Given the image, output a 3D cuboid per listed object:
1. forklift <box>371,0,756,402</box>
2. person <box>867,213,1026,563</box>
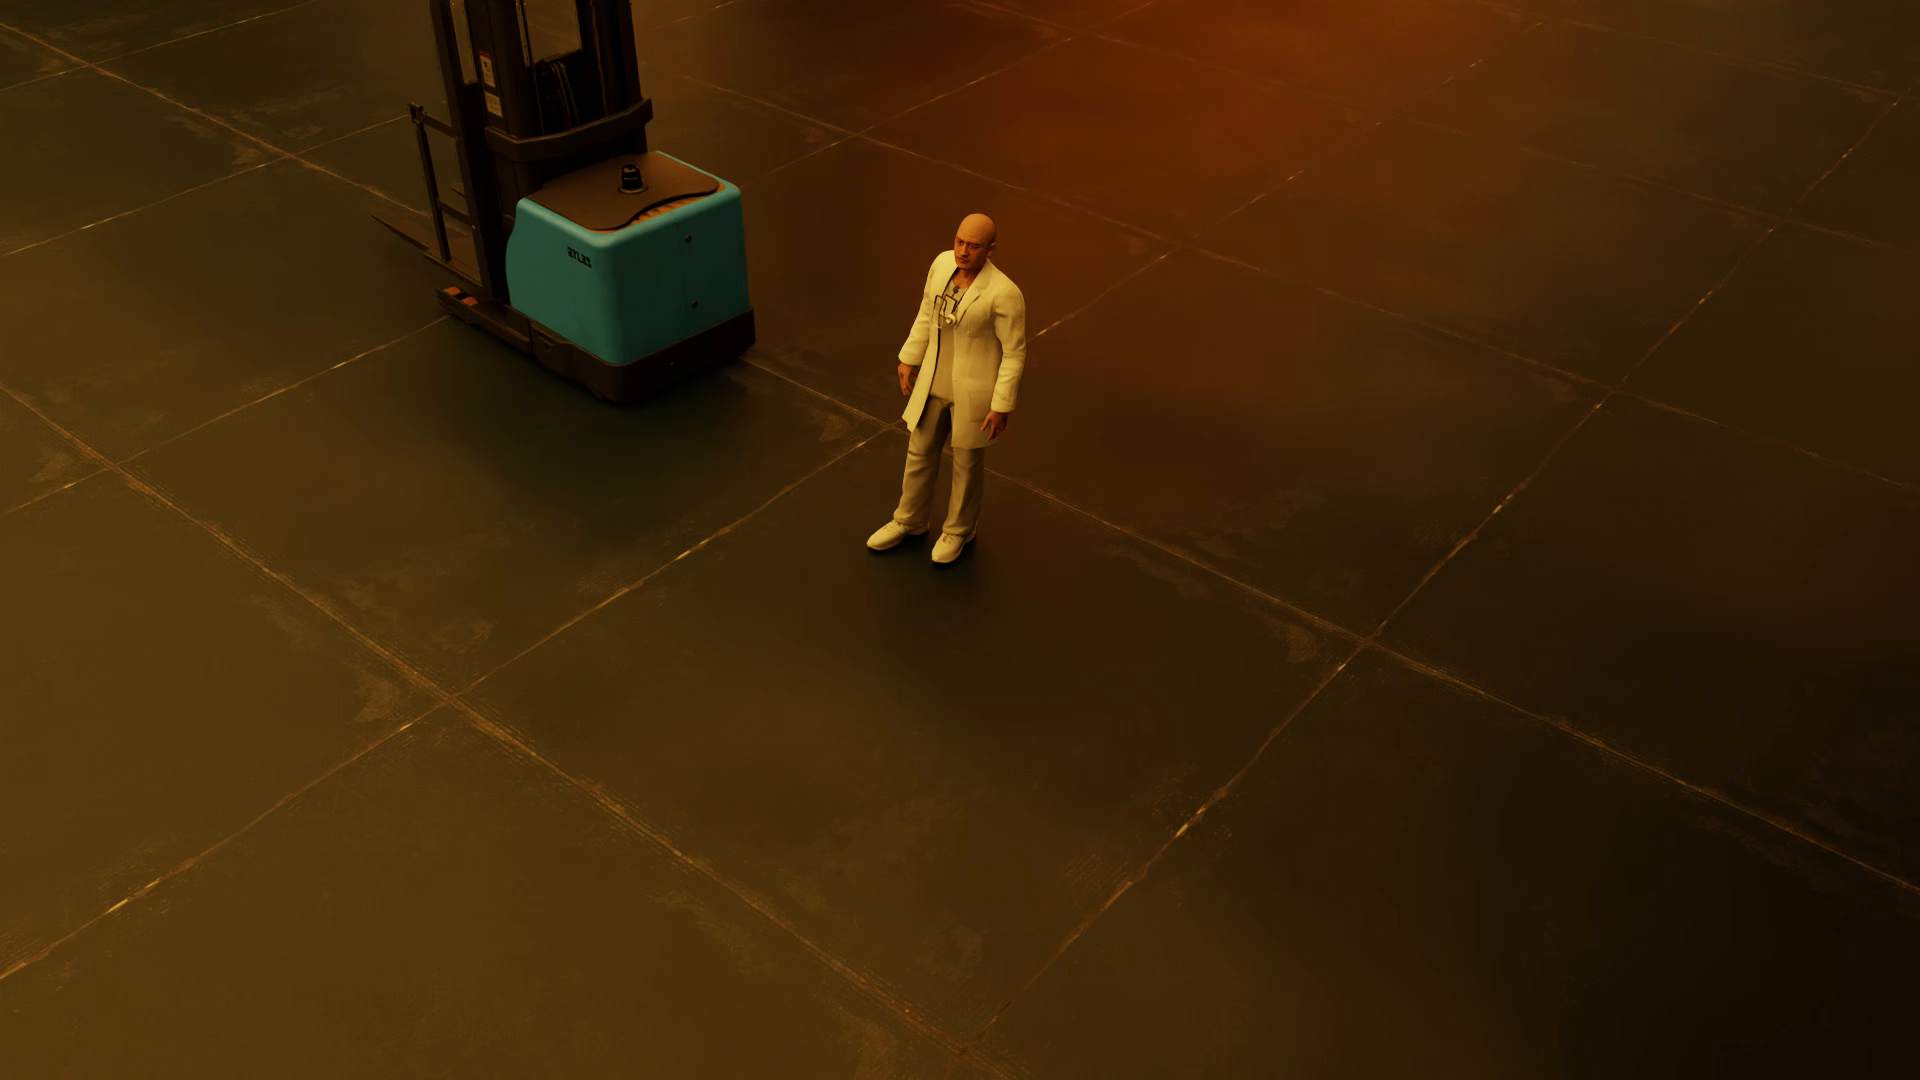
[{"bbox_3d":[-2.639,-2.726,9.768,3.031,2.935,1.130,30,45,34],"label":"forklift"},{"bbox_3d":[-0.061,-0.686,7.929,0.696,1.776,0.581,26,43,31],"label":"person"}]
